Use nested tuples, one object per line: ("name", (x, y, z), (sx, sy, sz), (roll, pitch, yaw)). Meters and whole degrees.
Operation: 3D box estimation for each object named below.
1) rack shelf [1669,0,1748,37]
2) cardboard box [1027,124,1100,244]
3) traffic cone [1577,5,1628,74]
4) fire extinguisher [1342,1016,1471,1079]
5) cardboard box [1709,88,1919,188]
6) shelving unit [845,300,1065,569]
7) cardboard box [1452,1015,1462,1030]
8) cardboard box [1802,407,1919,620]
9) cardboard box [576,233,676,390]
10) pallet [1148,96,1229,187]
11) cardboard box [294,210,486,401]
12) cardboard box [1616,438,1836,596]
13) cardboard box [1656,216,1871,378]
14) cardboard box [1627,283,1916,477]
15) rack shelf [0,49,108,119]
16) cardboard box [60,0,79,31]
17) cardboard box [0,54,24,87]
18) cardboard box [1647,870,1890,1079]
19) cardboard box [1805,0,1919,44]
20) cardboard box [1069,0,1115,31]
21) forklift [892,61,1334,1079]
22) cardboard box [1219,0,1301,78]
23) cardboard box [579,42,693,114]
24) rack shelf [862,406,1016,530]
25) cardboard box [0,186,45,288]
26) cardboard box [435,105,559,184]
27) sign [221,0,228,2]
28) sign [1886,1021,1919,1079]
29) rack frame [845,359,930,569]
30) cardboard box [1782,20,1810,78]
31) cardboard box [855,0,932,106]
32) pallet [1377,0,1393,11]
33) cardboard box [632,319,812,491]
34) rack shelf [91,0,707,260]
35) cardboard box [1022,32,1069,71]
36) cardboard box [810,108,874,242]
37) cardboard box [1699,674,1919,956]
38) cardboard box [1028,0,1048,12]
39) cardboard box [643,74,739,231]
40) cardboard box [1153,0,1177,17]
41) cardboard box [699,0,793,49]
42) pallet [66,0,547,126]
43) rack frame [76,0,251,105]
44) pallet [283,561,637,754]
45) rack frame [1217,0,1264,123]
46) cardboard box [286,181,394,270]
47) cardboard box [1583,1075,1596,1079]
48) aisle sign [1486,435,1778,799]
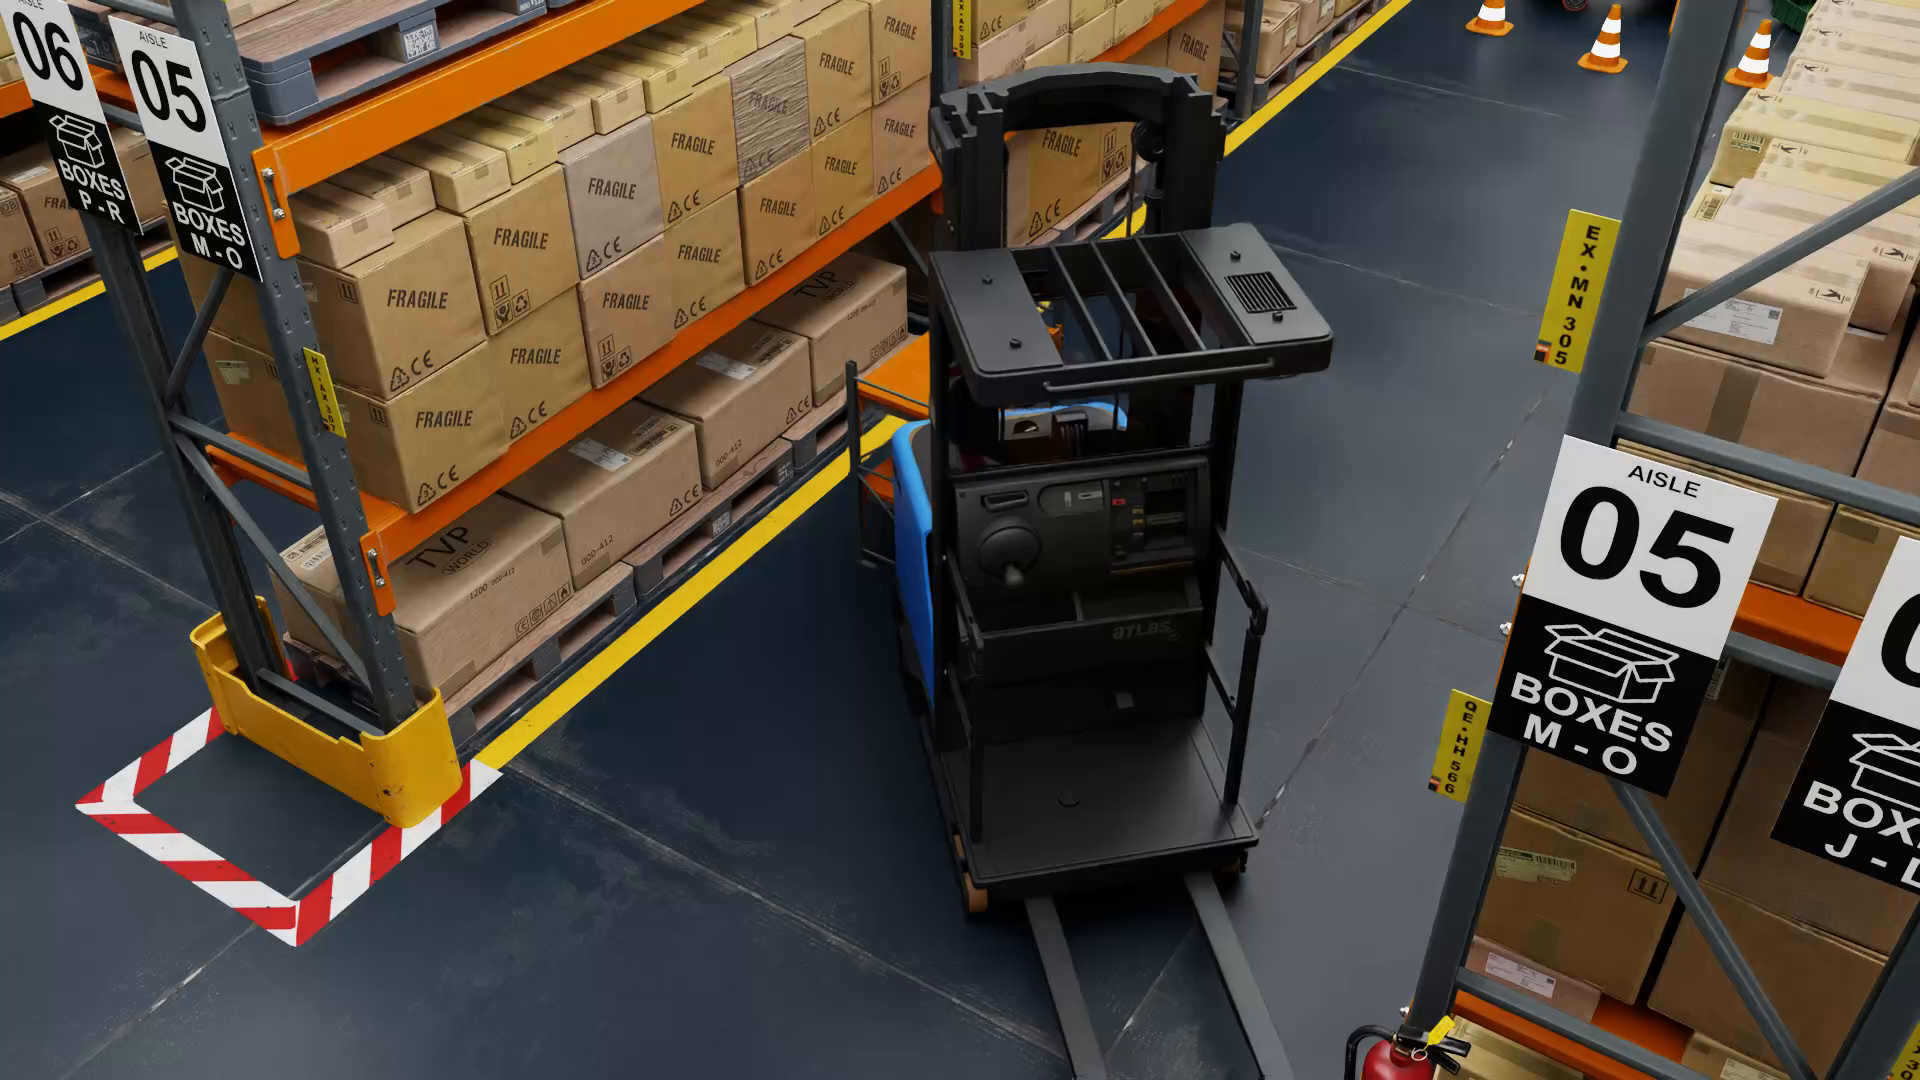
("rack shelf", (2.701, -1.858, 3.821), (1.077, 0.370, 4.000), (21, 42, 25))
("cardboard box", (0.281, -2.505, 10.379), (0.875, 0.875, 0.875), (22, 43, 26))
("traffic cone", (5.032, -3.912, 12.885), (0.336, 0.463, 0.334), (21, 42, 25))
("fire extinguisher", (1.105, 1.420, 4.259), (0.296, 0.674, 0.183), (21, 42, 25))
("cardboard box", (1.962, -0.888, 3.815), (0.380, 0.149, 0.250), (22, 43, 26))
("shelving unit", (-0.008, -0.521, 7.944), (0.538, 1.125, 1.048), (23, 43, 27))
("cardboard box", (1.788, 1.720, 5.492), (0.380, 0.149, 0.250), (23, 43, 26))
("cardboard box", (2.086, -0.013, 3.416), (0.500, 0.250, 0.500), (23, 43, 27))
("cardboard box", (-1.569, -1.024, 6.978), (0.500, 0.500, 0.500), (21, 42, 25))
("pallet", (1.196, -2.942, 11.833), (1.003, 0.211, 1.213), (21, 42, 25))
("cardboard box", (-2.106, -0.894, 5.991), (0.500, 0.500, 0.500), (20, 42, 24))
("cardboard box", (1.650, -0.187, 3.641), (0.500, 0.250, 0.500), (20, 42, 24))
("cardboard box", (1.560, -0.489, 3.297), (0.380, 0.149, 0.250), (21, 42, 25))
("cardboard box", (1.662, -0.384, 3.488), (0.500, 0.250, 0.500), (20, 42, 24))
("rack shelf", (-5.726, -2.672, 9.788), (1.077, 0.370, 4.000), (21, 42, 25))
("cardboard box", (-5.255, -3.188, 9.747), (0.500, 0.250, 0.500), (21, 42, 25))
("cardboard box", (-5.533, -2.696, 9.436), (0.380, 0.149, 0.250), (22, 43, 26))
("cardboard box", (2.104, 0.964, 4.156), (0.500, 0.500, 0.500), (23, 43, 27))
("cardboard box", (2.403, -1.275, 4.317), (0.380, 0.149, 0.250), (20, 42, 24))
("cardboard box", (0.561, -3.169, 9.557), (0.500, 0.250, 0.500), (22, 43, 26))
("forklift", (0.490, 0.013, 5.772), (1.130, 2.935, 3.031), (-7, 38, -9))
("cardboard box", (1.993, -3.842, 12.525), (0.950, 0.372, 0.625), (18, 41, 22))
("cardboard box", (-1.314, -1.875, 6.732), (0.380, 0.149, 0.250), (20, 42, 24))
("rack shelf", (-0.008, -0.327, 8.093), (0.538, 0.278, 1.000), (23, 43, 27))
("cardboard box", (-5.899, -1.814, 9.790), (0.700, 0.500, 0.500), (23, 43, 27))
("cardboard box", (-1.738, -1.486, 6.228), (0.380, 0.149, 0.250), (20, 42, 24))
("sign", (-2.139, -1.685, 4.681), (0.100, 0.325, 0.005), (21, 42, 25))
("sign", (2.088, 1.097, 3.600), (0.100, 0.325, 0.005), (21, 42, 25))
("rack frame", (-0.296, -0.265, 7.612), (0.500, 1.125, 0.032), (23, 43, 27))
("cardboard box", (2.492, -1.168, 4.504), (0.500, 0.250, 0.500), (19, 42, 23))
("cardboard box", (-0.481, -2.468, 8.034), (0.500, 0.500, 0.500), (21, 42, 25))
("pallet", (3.409, -4.984, 14.482), (1.003, 0.211, 1.213), (21, 42, 25))
("cardboard box", (-1.367, -0.768, 8.483), (0.875, 0.438, 0.875), (20, 42, 24))
("rack shelf", (-1.532, -2.238, 6.768), (1.077, 0.370, 4.000), (21, 42, 25))
("cardboard box", (0.274, -2.715, 9.377), (0.500, 0.250, 0.500), (20, 42, 24))
("cardboard box", (-0.765, -1.816, 8.007), (0.500, 0.500, 0.500), (20, 42, 24))
("cardboard box", (2.094, 0.565, 3.855), (0.500, 0.500, 0.500), (21, 42, 25))
("cardboard box", (0.267, -3.206, 8.991), (0.500, 0.500, 0.500), (21, 42, 25))
("cardboard box", (-1.300, -1.688, 7.022), (0.500, 0.500, 0.500), (21, 42, 25))
("cardboard box", (1.087, -3.500, 10.396), (0.500, 0.250, 0.500), (21, 42, 25))
("cardboard box", (-0.956, -2.293, 7.275), (0.380, 0.149, 0.250), (21, 42, 25))
("pallet", (-2.215, -1.843, 5.739), (1.003, 0.211, 1.213), (21, 42, 25))
("rack frame", (-2.604, -2.680, 4.296), (1.000, 3.000, 0.127), (21, 42, 25))
("pallet", (-2.242, 0.362, 7.546), (1.003, 0.211, 1.213), (21, 42, 25))
("rack frame", (1.682, -4.428, 11.477), (1.000, 3.000, 0.127), (21, 42, 25))
("cardboard box", (-2.180, -1.089, 5.713), (0.380, 0.149, 0.250), (22, 43, 26))
("cardboard box", (1.883, 1.523, 5.260), (0.380, 0.149, 0.250), (22, 43, 26))
("aisle sign", (1.337, 0.173, 3.379), (0.394, 0.787, 0.004), (21, 42, 25))
